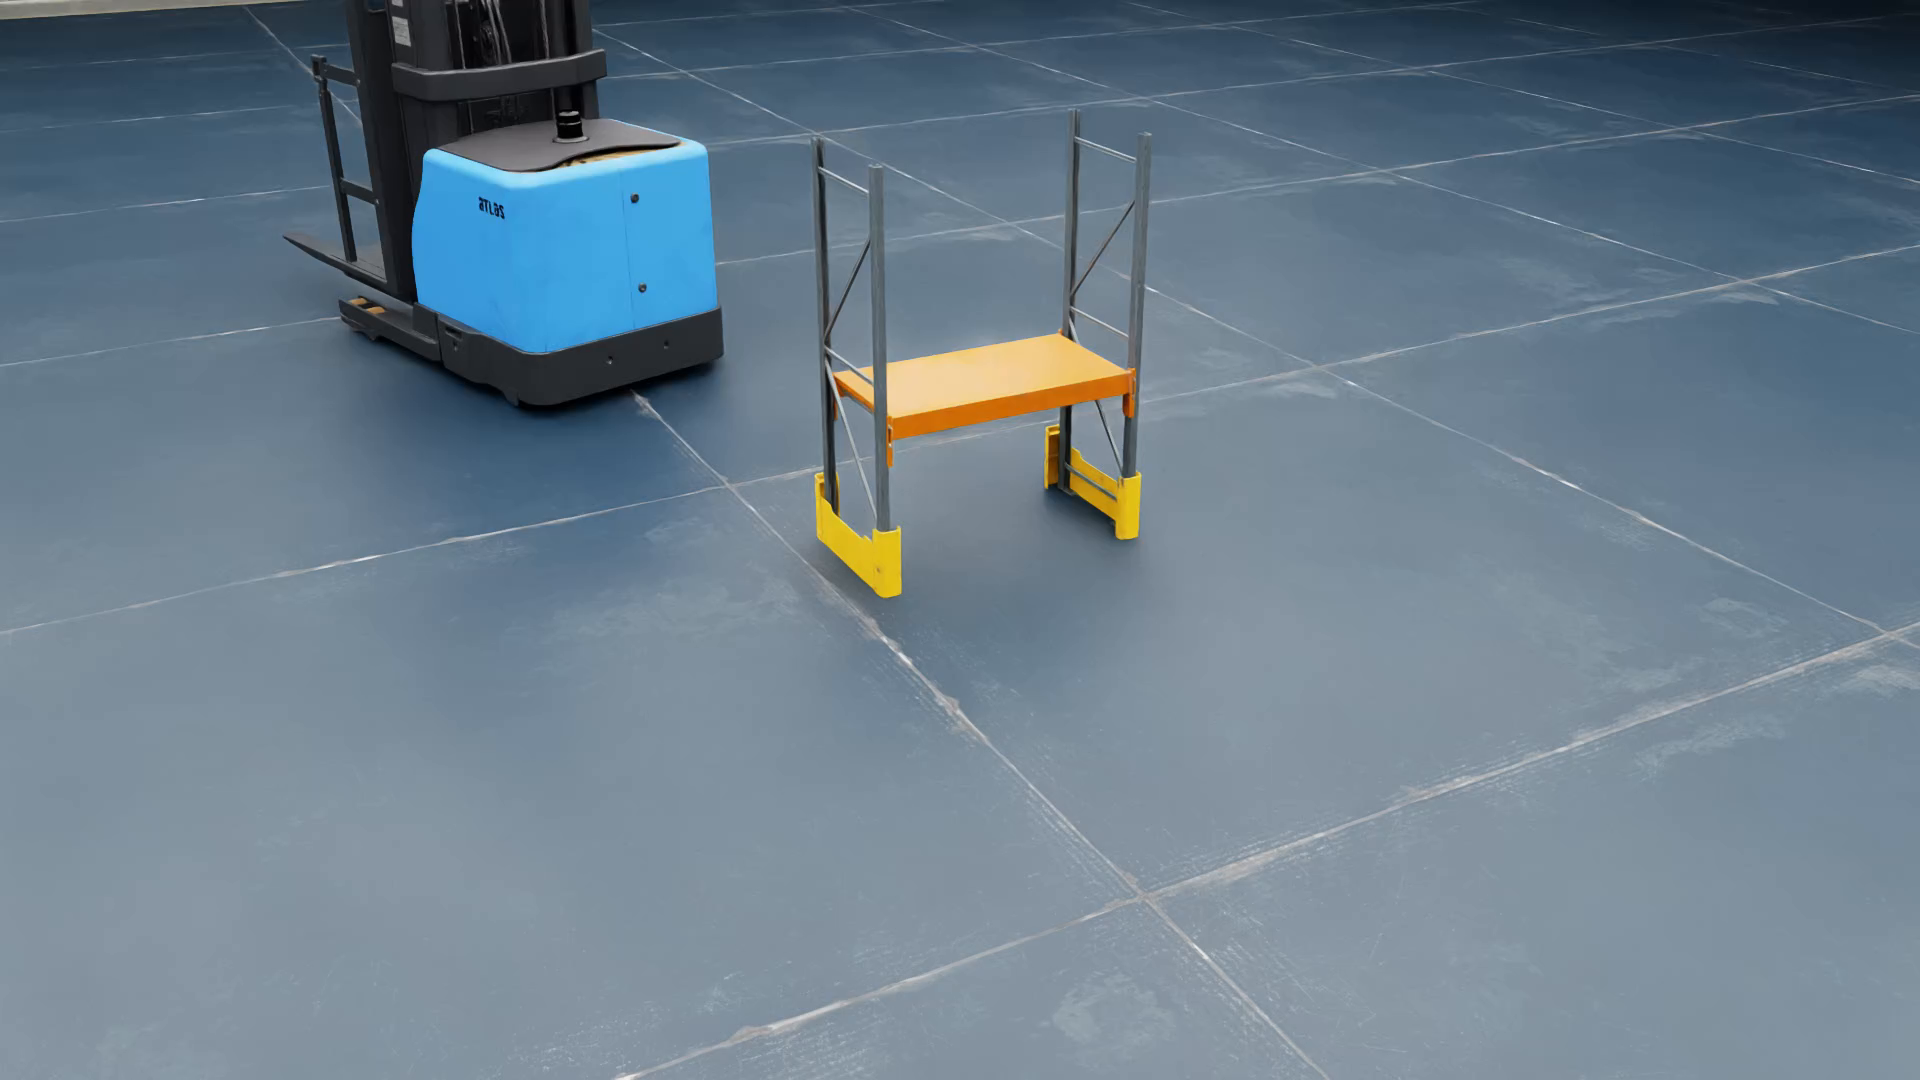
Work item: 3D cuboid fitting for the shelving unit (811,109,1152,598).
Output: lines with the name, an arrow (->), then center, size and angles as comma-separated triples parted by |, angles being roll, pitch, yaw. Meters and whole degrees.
shelving unit -> 0.067, -0.692, 5.958 | 1.083, 1.500, 0.587 | -13, 29, -25

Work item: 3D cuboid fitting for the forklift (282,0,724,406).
forklift -> -2.505, -2.459, 7.984 | 1.130, 2.935, 3.031 | -22, 34, -38

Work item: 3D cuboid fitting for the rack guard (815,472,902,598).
rack guard -> -0.372, -0.027, 6.017 | 0.087, 0.250, 0.587 | -13, 29, -25

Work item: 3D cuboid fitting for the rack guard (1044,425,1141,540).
rack guard -> 0.507, -0.230, 6.439 | 0.087, 0.250, 0.587 | -13, 29, -25

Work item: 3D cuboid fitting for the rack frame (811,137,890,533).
rack frame -> -0.373, -0.590, 5.746 | 0.032, 1.500, 0.500 | -13, 29, -25

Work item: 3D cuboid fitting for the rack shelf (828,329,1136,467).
rack shelf -> 0.075, -0.531, 6.039 | 1.000, 0.185, 0.538 | -13, 29, -25

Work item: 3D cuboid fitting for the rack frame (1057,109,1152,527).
rack frame -> 0.524, -0.797, 6.177 | 0.032, 1.500, 0.500 | -13, 29, -25
